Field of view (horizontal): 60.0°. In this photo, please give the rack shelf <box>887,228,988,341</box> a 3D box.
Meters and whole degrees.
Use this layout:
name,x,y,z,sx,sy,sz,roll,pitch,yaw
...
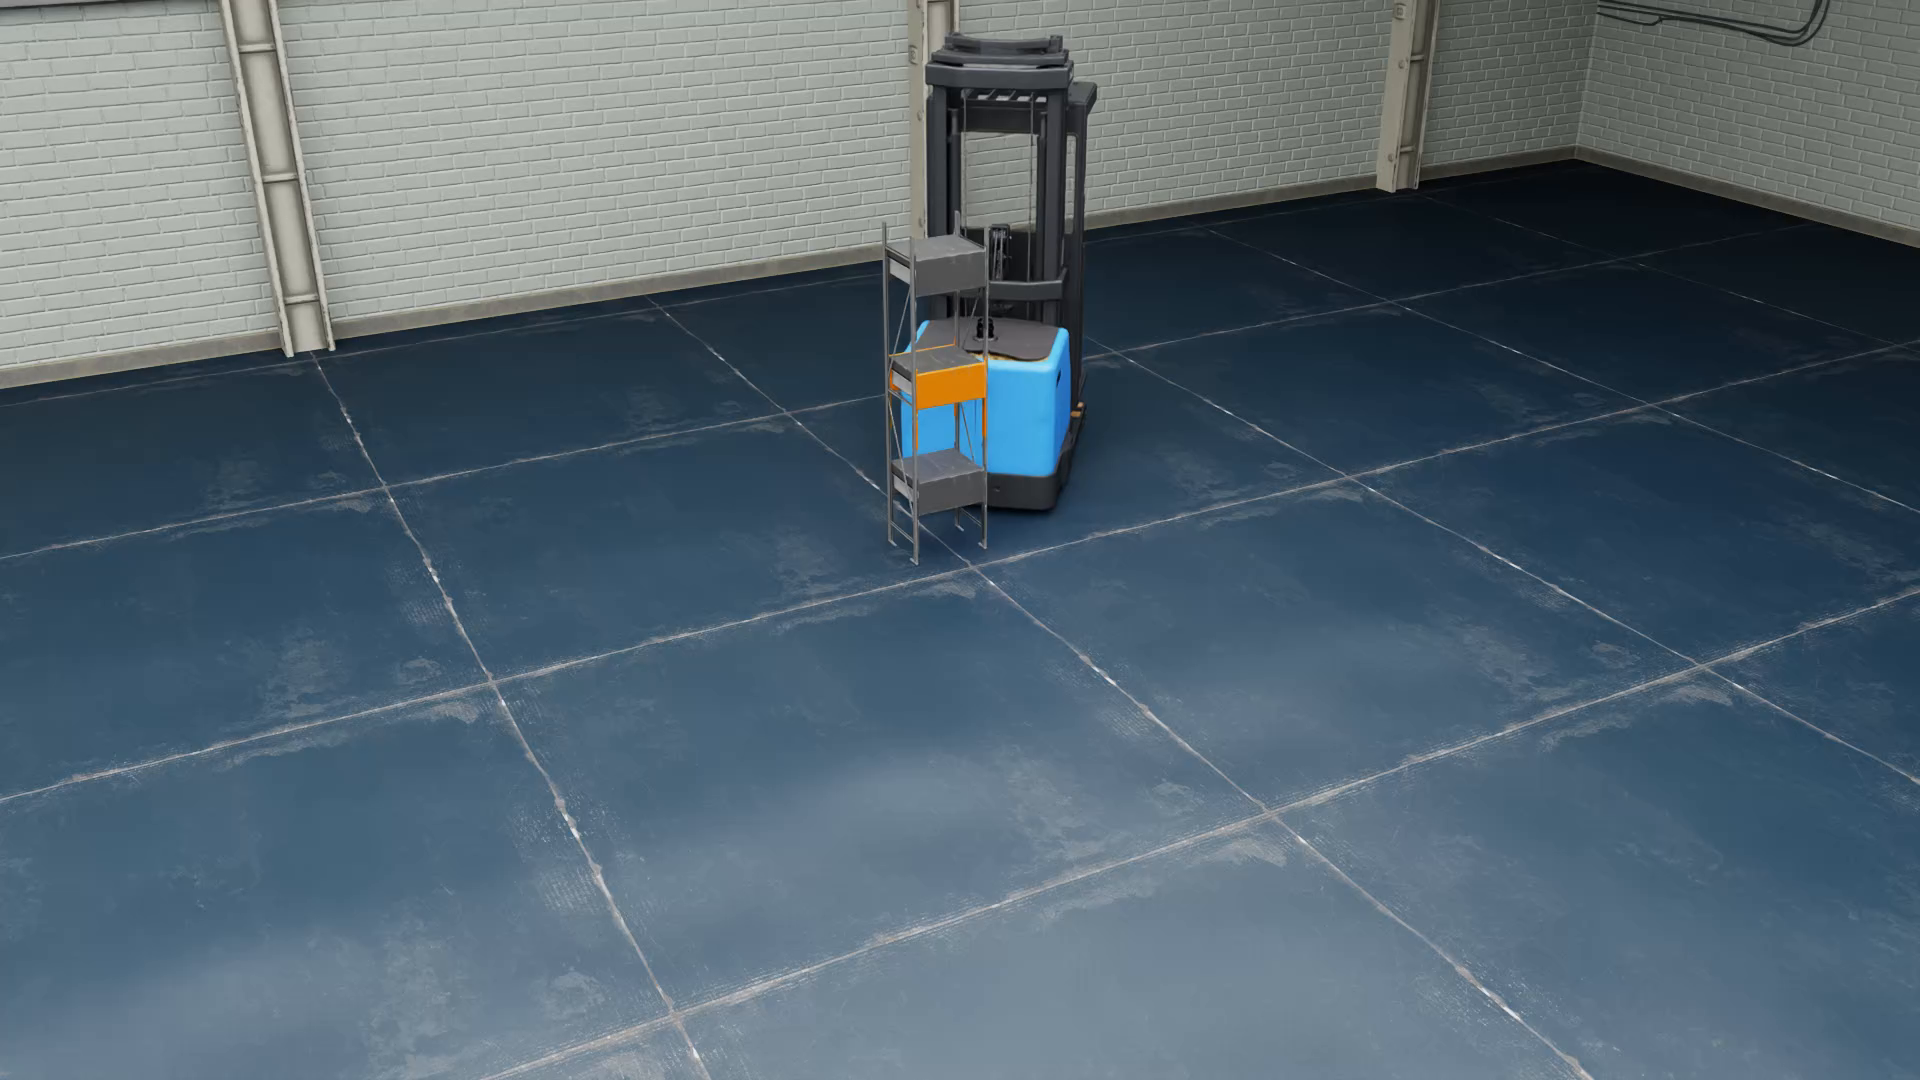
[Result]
name,x,y,z,sx,sy,sz,roll,pitch,yaw
rack shelf,-0.146,-1.532,9.928,0.480,0.518,0.431,-13,29,-25

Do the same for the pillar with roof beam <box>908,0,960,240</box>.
name,x,y,z,sx,sy,sz,roll,pitch,yaw
pillar with roof beam,1.778,-5.267,11.323,0.400,9.000,9.100,-13,29,-25

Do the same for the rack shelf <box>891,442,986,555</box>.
name,x,y,z,sx,sy,sz,roll,pitch,yaw
rack shelf,-0.146,-0.270,10.534,0.480,0.518,0.431,-13,29,-25

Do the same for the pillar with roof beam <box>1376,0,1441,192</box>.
name,x,y,z,sx,sy,sz,roll,pitch,yaw
pillar with roof beam,7.072,-6.489,13.868,0.400,9.000,9.100,-13,29,-25

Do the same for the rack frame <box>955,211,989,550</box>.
name,x,y,z,sx,sy,sz,roll,pitch,yaw
rack frame,0.069,-0.963,10.329,0.015,2.100,0.400,-13,29,-25

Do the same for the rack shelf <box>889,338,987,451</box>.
name,x,y,z,sx,sy,sz,roll,pitch,yaw
rack shelf,-0.146,-0.901,10.231,0.480,0.518,0.431,-13,29,-25

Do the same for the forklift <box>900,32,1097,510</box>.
name,x,y,z,sx,sy,sz,roll,pitch,yaw
forklift,0.354,-2.132,11.804,1.130,2.935,3.031,4,26,9

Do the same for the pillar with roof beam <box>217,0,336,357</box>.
name,x,y,z,sx,sy,sz,roll,pitch,yaw
pillar with roof beam,-3.516,-4.045,8.778,0.400,9.000,9.100,-13,29,-25

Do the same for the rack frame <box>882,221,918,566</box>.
name,x,y,z,sx,sy,sz,roll,pitch,yaw
rack frame,-0.361,-0.863,10.122,0.015,2.100,0.400,-13,29,-25

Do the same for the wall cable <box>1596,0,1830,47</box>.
name,x,y,z,sx,sy,sz,roll,pitch,yaw
wall cable,8.268,-6.828,18.163,0.112,2.526,3.097,-13,29,-25

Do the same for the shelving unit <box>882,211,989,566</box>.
name,x,y,z,sx,sy,sz,roll,pitch,yaw
shelving unit,-0.146,-0.913,10.225,0.503,2.100,0.431,-13,29,-25
